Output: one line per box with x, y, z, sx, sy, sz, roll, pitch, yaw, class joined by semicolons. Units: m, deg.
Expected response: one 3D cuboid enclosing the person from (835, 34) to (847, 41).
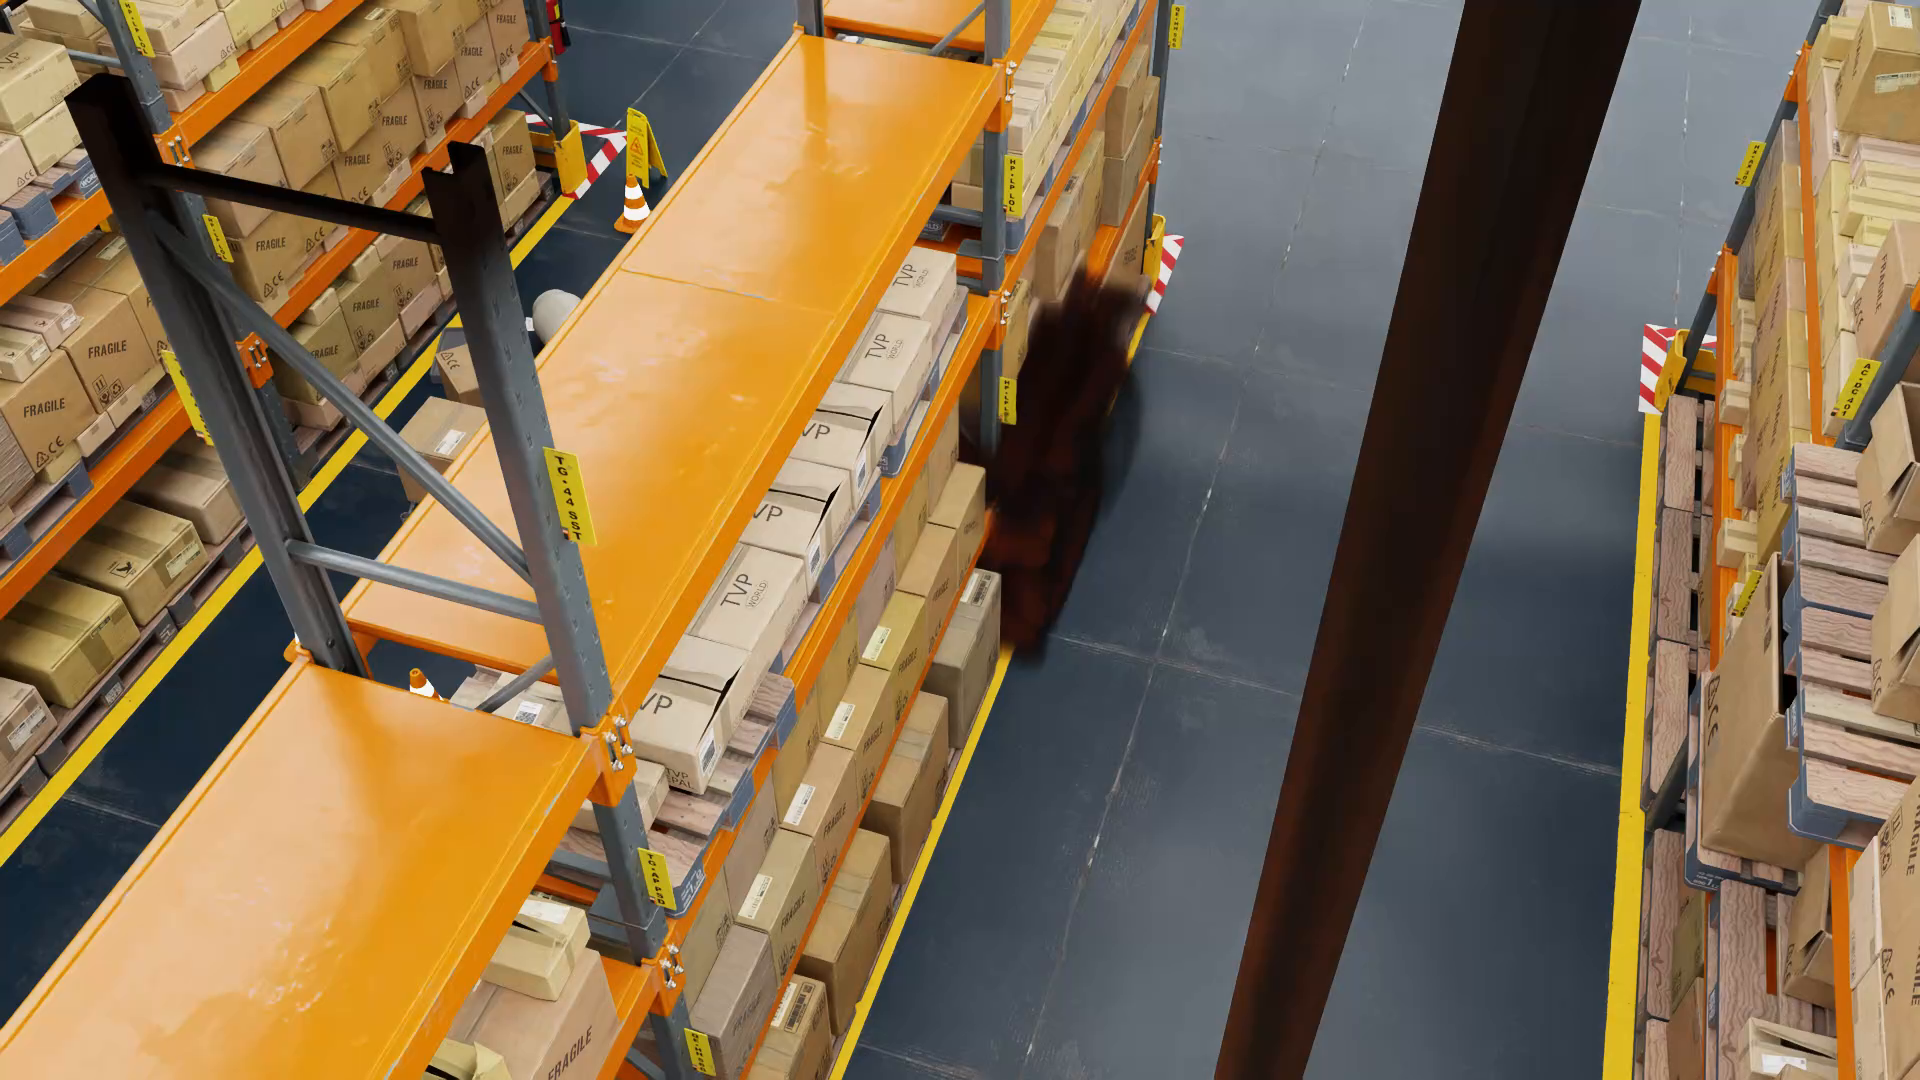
-1.169;-5.248;15.214;0.298;1.352;0.457;-16;48;-15;person
